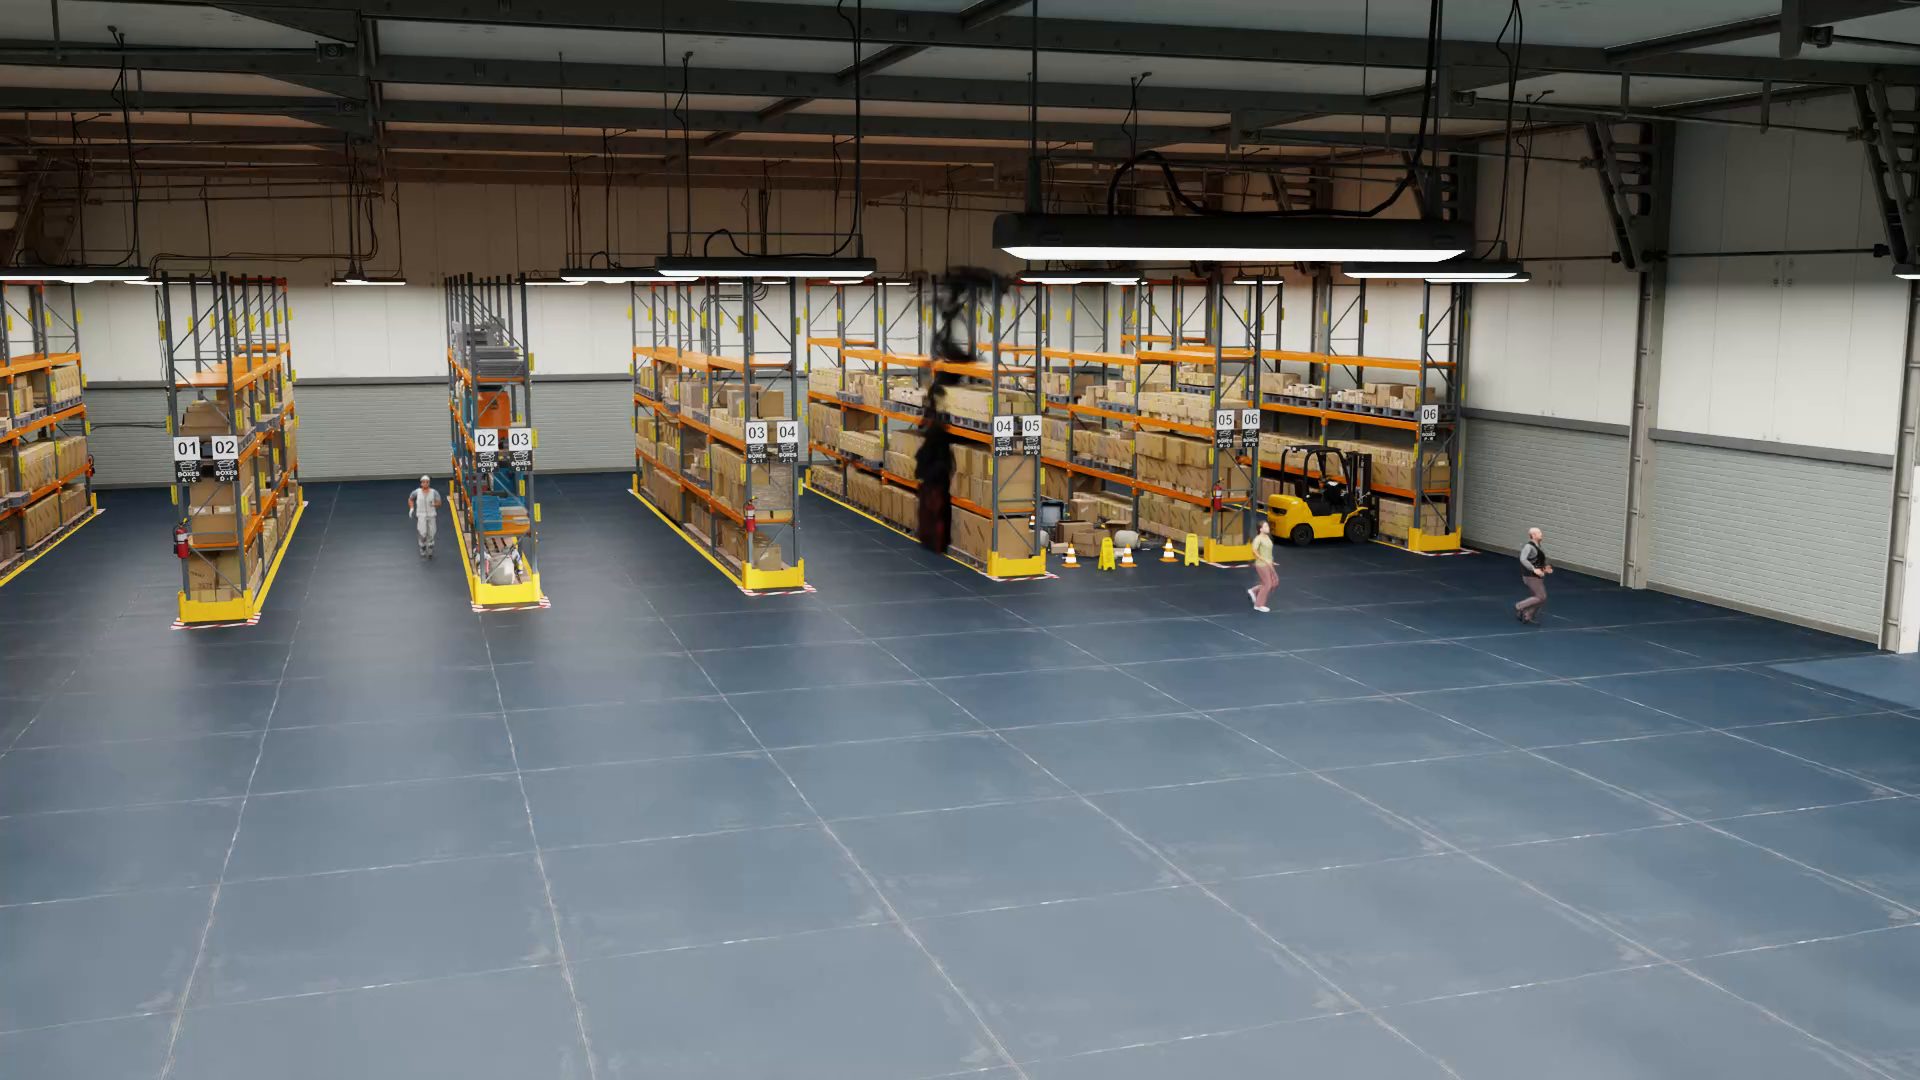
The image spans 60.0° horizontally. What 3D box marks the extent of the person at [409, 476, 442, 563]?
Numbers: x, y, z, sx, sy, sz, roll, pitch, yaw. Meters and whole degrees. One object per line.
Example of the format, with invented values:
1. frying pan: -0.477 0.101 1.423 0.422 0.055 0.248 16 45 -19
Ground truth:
1. person: -11.268 -0.442 35.093 0.651 1.842 0.767 -4 9 -24

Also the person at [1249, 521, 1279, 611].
1. person: 5.417 0.457 29.714 0.535 1.633 0.584 6 10 33

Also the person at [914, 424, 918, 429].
1. person: -1.280 -2.755 50.824 0.655 1.668 0.630 -3 9 -21

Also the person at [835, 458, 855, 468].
1. person: -3.564 -2.677 49.825 0.965 1.735 0.717 6 11 35

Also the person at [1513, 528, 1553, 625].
1. person: 9.797 0.623 28.400 0.577 1.674 0.643 5 10 32
